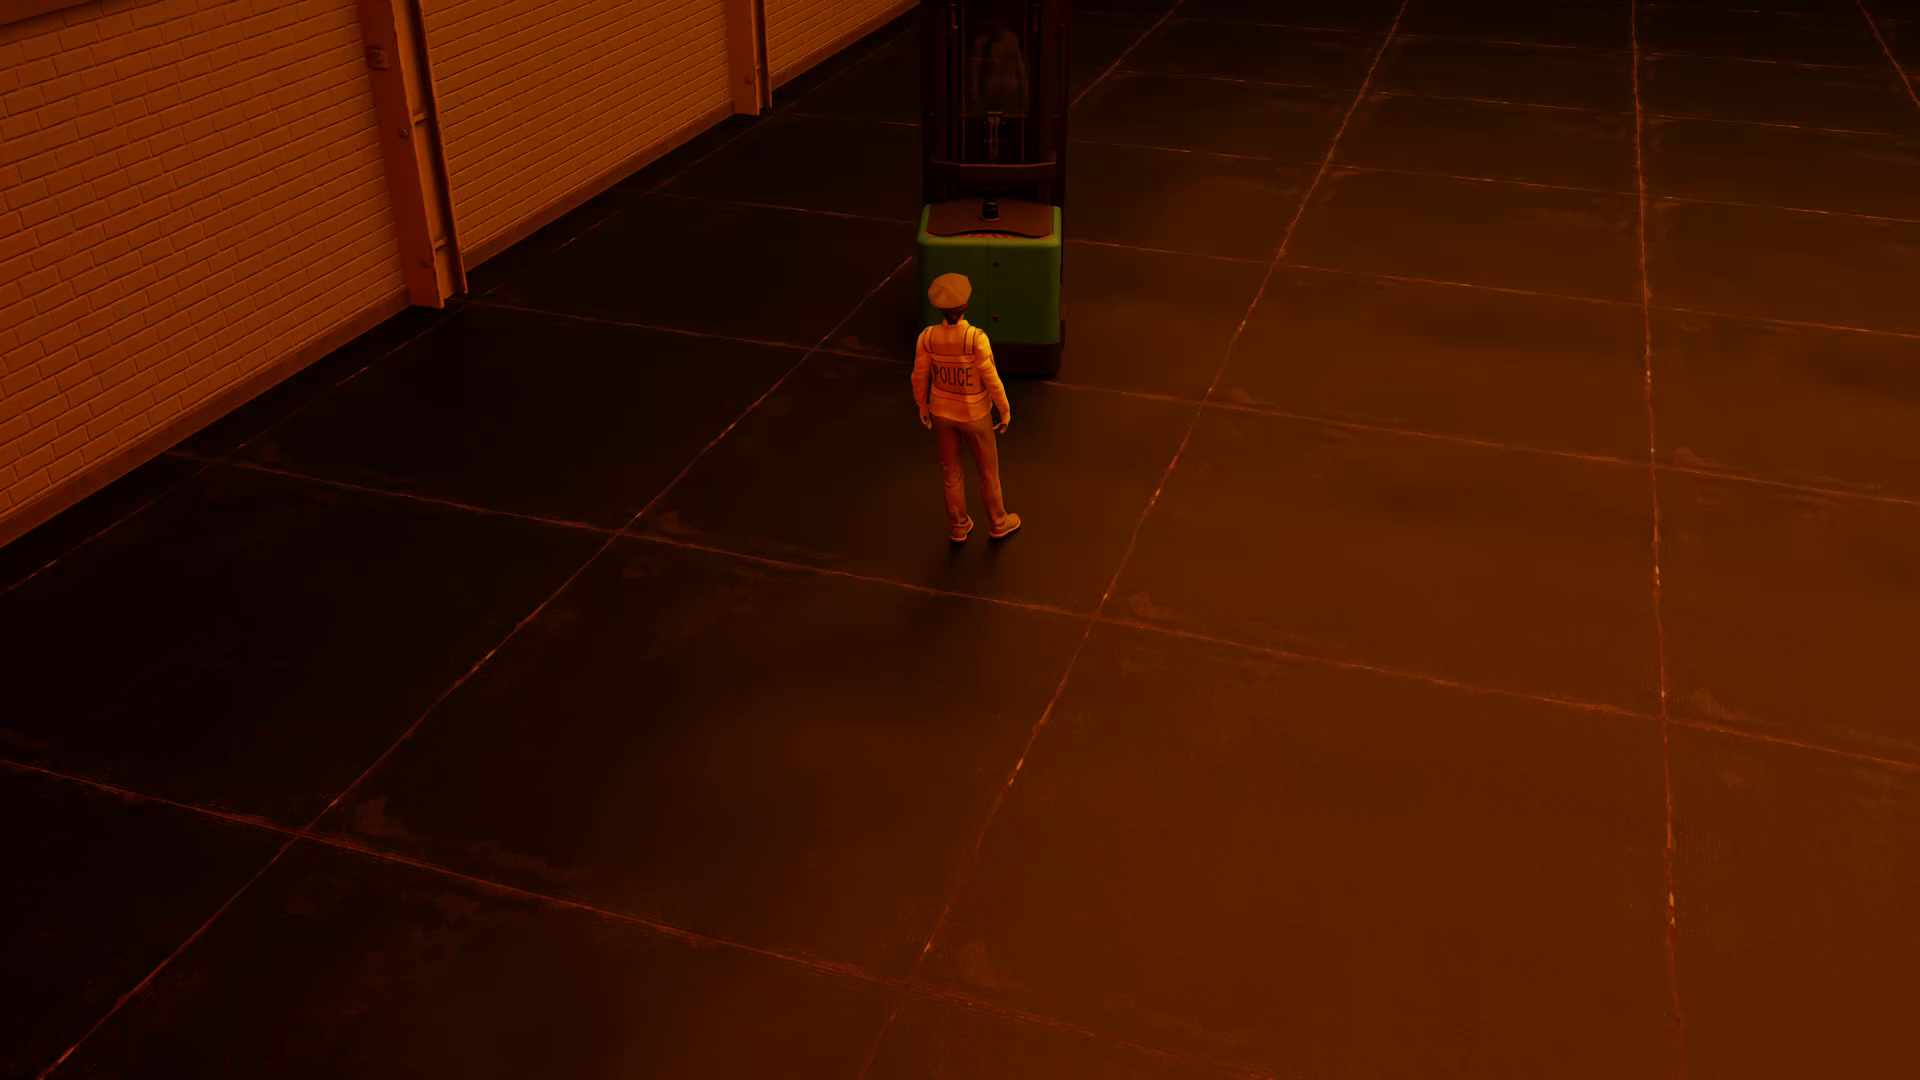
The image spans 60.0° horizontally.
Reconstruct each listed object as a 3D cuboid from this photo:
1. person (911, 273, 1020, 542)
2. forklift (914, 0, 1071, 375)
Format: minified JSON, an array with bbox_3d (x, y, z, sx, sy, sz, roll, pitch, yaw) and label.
[{"bbox_3d":[0.028,-0.773,9.726,0.588,1.696,0.533,10,31,16],"label":"person"},{"bbox_3d":[0.273,-3.169,12.695,1.130,2.935,3.031,1,30,3],"label":"forklift"}]
